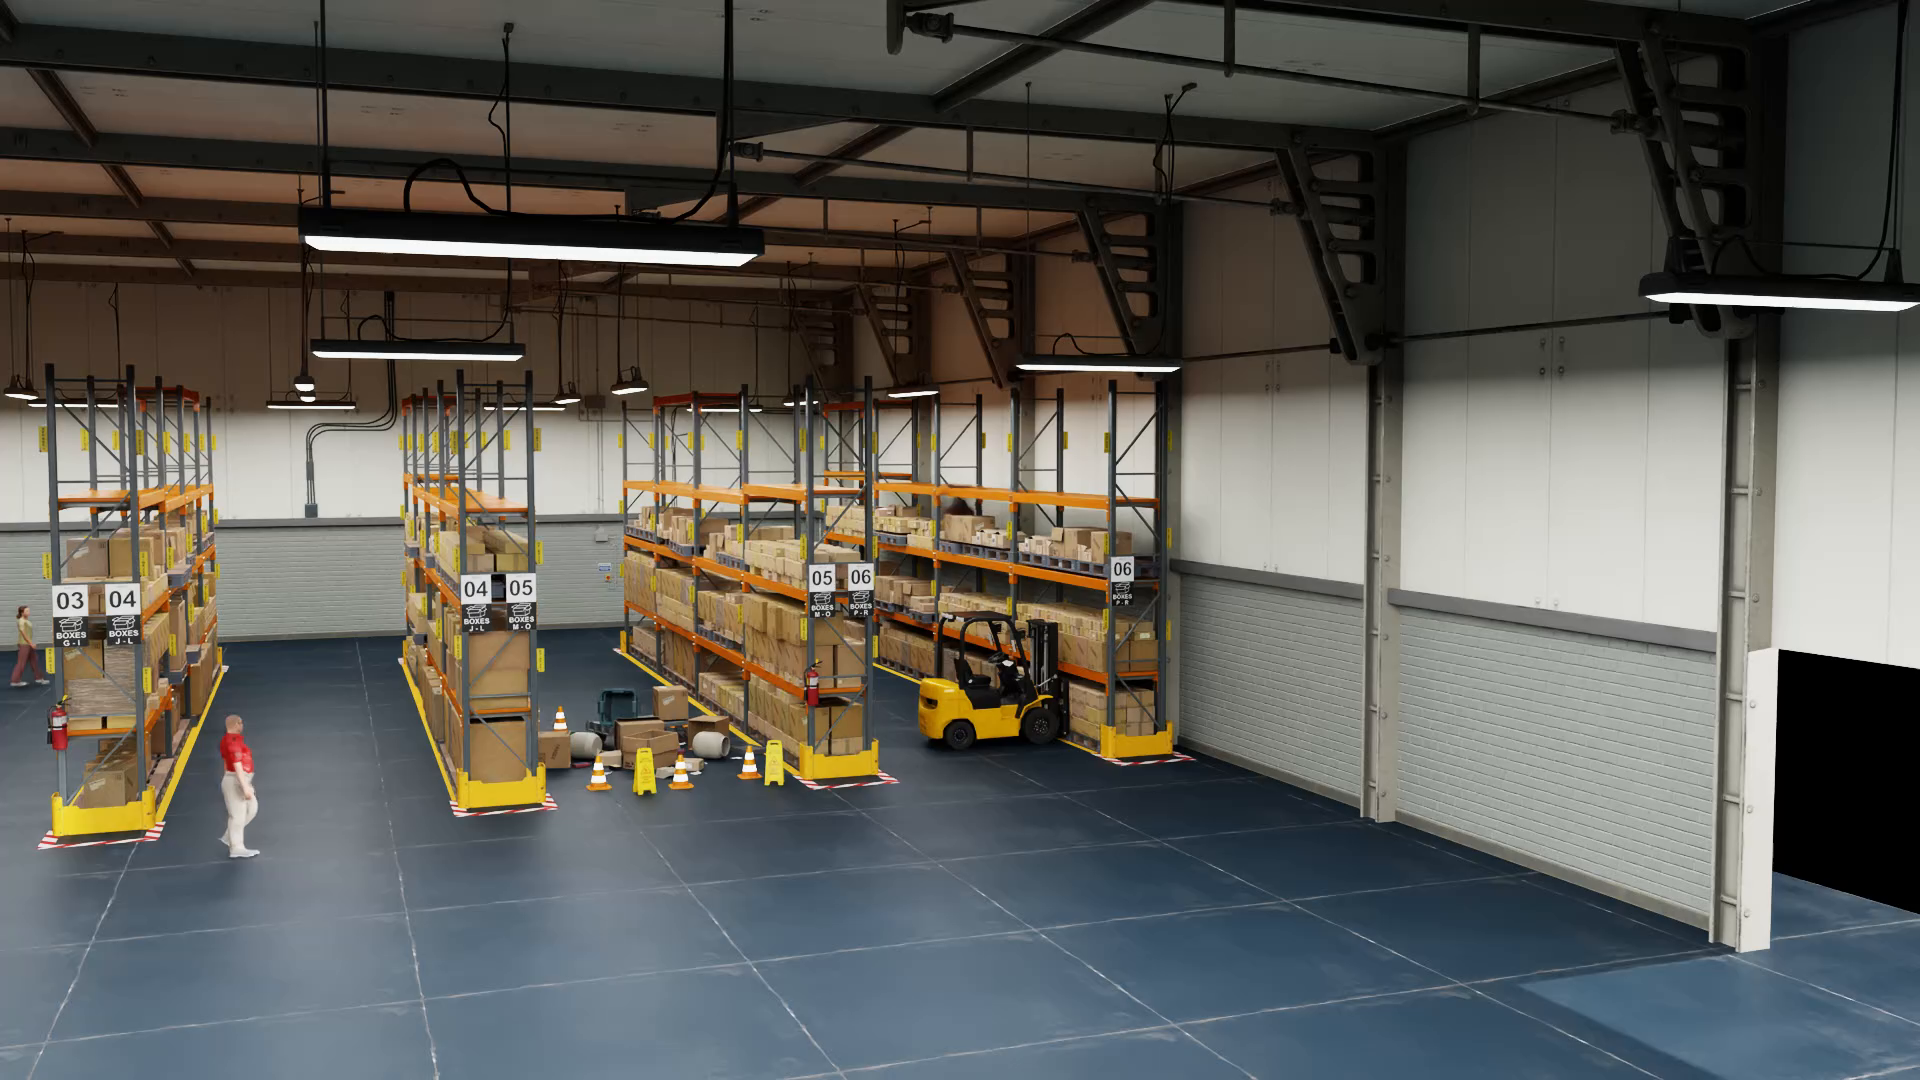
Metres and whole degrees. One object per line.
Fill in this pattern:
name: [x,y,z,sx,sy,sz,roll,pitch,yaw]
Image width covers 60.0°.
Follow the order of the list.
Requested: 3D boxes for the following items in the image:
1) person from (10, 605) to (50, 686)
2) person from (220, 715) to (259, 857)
person: [-19.115,2.171,34.178,0.788,1.669,0.511,-3,5,-43]
person: [-8.755,2.972,20.139,0.471,1.729,0.587,-1,3,-16]
